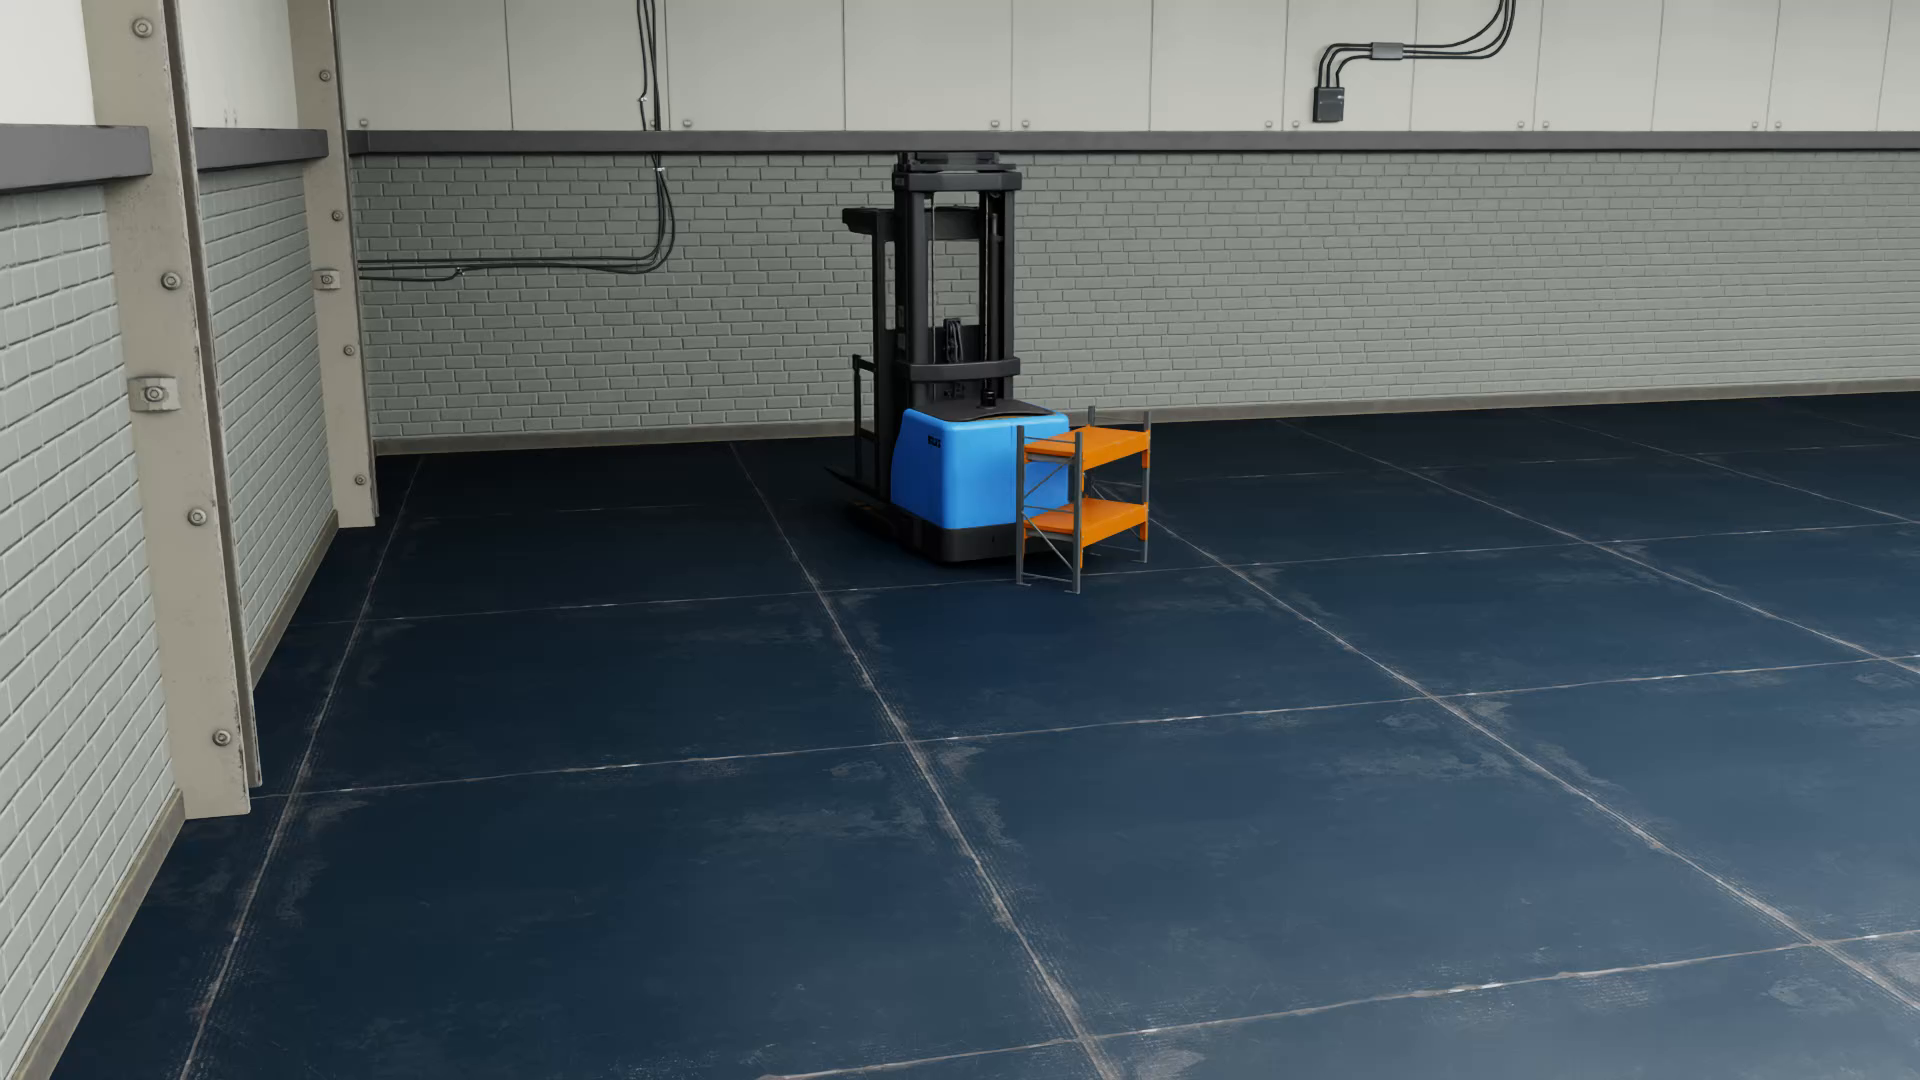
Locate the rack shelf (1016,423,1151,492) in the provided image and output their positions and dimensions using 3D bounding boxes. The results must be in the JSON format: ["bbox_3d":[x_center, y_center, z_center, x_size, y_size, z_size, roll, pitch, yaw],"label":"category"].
[{"bbox_3d":[0.884,-0.594,11.757,0.538,0.278,1.000,9,16,32],"label":"rack shelf"}]

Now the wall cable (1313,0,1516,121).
[{"bbox_3d":[4.915,-7.452,17.304,2.305,6.003,0.169,-3,14,-13],"label":"wall cable"}]

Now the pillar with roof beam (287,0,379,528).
[{"bbox_3d":[-0.725,-4.761,13.455,9.100,9.000,0.400,-3,14,-13],"label":"pillar with roof beam"}]

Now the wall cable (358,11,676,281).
[{"bbox_3d":[-4.316,-3.766,15.925,3.097,2.526,0.112,-3,14,-13],"label":"wall cable"}]

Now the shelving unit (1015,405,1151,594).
[{"bbox_3d":[0.884,-0.310,11.826,0.538,1.125,1.048,9,16,32],"label":"shelving unit"}]

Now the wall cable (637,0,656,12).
[{"bbox_3d":[-1.687,-6.370,15.943,3.097,2.526,0.112,-3,14,-13],"label":"wall cable"}]

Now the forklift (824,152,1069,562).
[{"bbox_3d":[-0.260,-1.566,13.162,1.130,2.935,3.031,-6,15,-24],"label":"forklift"}]

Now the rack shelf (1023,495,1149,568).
[{"bbox_3d":[0.884,-0.073,11.884,0.538,0.278,1.000,9,16,32],"label":"rack shelf"}]

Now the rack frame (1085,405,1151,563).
[{"bbox_3d":[1.160,-0.411,12.240,0.500,1.125,0.032,9,16,32],"label":"rack frame"}]

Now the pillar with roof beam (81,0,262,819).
[{"bbox_3d":[0.684,-3.377,7.789,9.100,9.000,0.400,-3,14,-13],"label":"pillar with roof beam"}]

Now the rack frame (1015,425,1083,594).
[{"bbox_3d":[0.607,-0.209,11.412,0.500,1.125,0.032,9,16,32],"label":"rack frame"}]
